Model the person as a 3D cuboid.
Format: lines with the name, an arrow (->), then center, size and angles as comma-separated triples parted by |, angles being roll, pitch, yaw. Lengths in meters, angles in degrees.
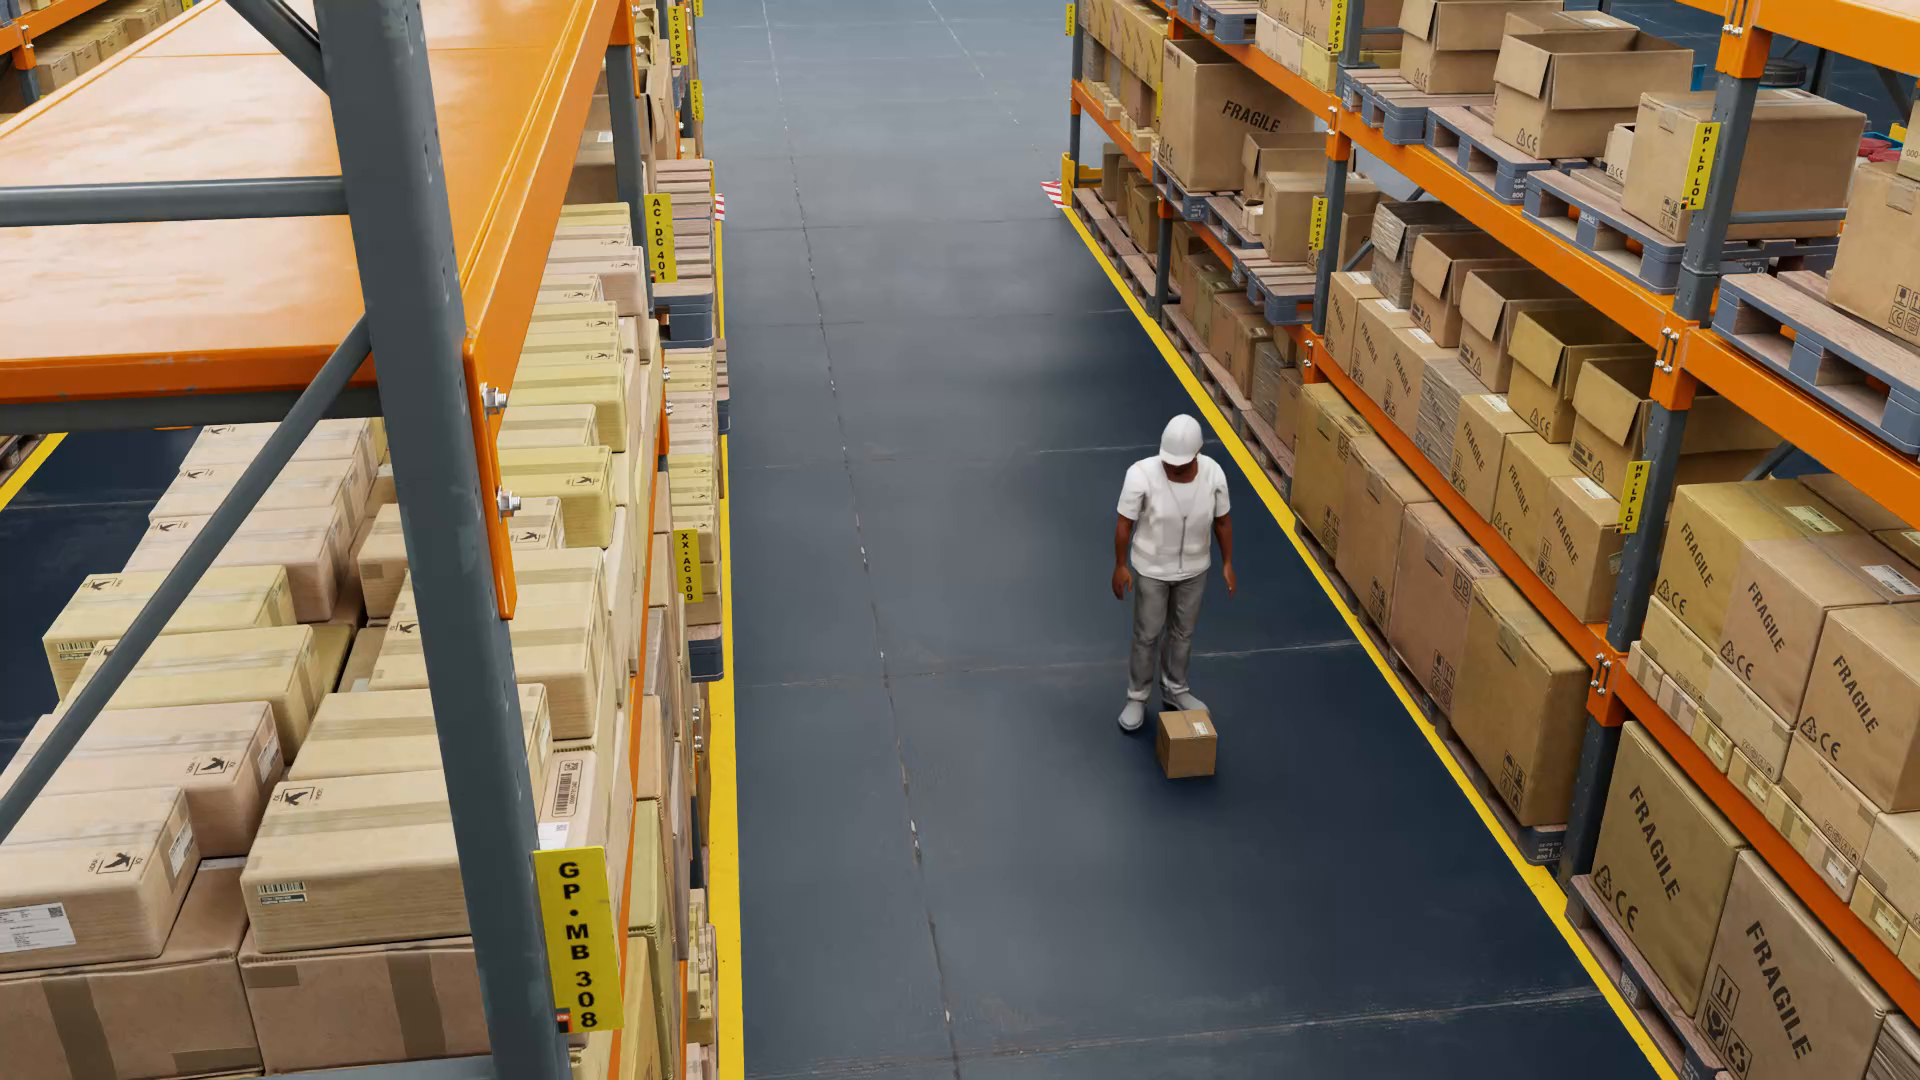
person -> 1.132, 0.153, 8.738 | 0.650, 1.772, 0.379 | -7, 28, -13
